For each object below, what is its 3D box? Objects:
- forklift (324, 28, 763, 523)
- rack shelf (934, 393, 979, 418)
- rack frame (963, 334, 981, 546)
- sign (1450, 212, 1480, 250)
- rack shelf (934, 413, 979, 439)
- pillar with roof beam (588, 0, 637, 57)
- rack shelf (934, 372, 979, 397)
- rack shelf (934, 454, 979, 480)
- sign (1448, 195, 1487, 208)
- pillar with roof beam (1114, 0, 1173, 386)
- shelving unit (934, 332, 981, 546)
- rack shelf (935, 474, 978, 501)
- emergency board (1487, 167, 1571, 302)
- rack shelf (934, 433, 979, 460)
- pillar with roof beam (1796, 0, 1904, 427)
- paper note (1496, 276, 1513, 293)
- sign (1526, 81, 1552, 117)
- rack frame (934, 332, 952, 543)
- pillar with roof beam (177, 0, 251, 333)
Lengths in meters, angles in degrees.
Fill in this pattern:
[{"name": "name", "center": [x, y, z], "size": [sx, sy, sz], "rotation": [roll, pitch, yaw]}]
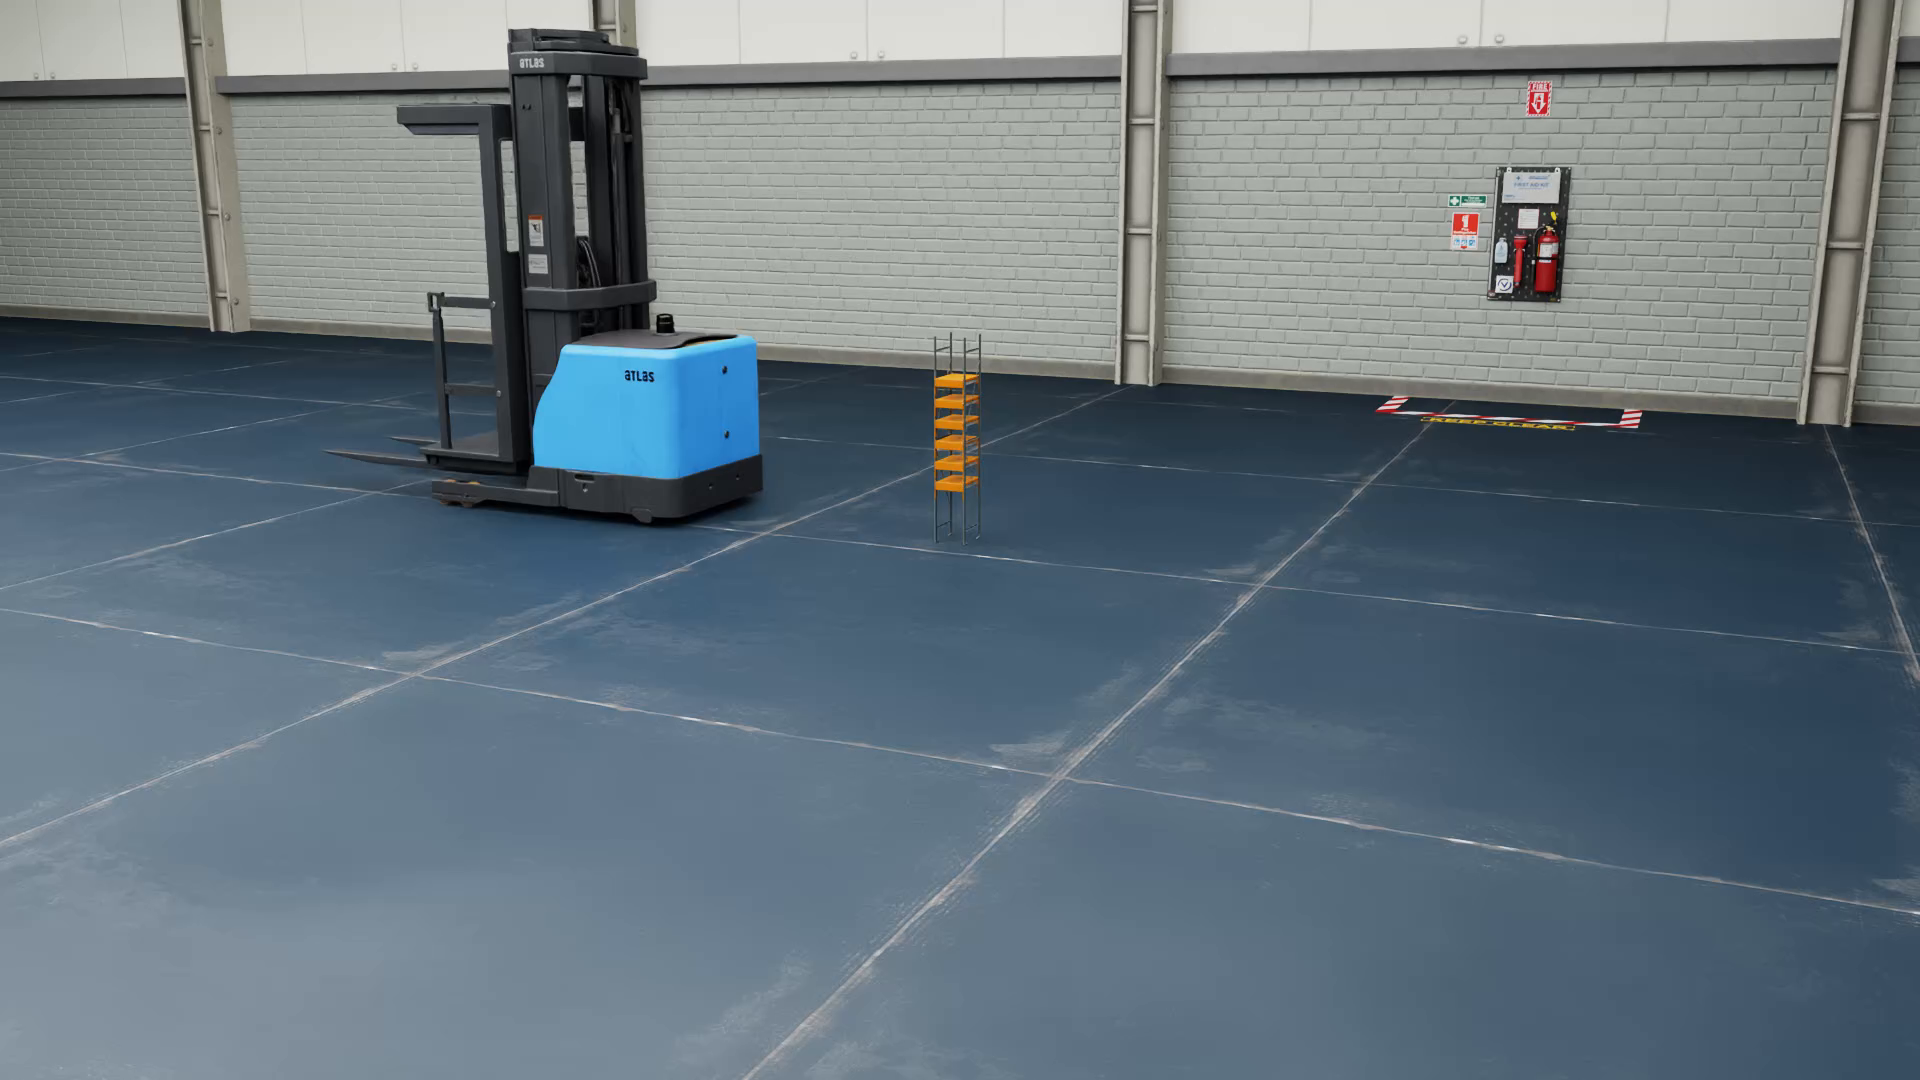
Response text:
[{"name": "forklift", "center": [-2.840, -1.737, 10.741], "size": [3.031, 2.935, 1.130], "rotation": [6, 15, 25]}, {"name": "rack shelf", "center": [-0.013, -0.776, 9.579], "size": [0.180, 0.103, 0.258], "rotation": [6, 14, 23]}, {"name": "rack frame", "center": [0.070, -0.577, 9.587], "size": [0.006, 1.200, 0.240], "rotation": [6, 14, 23]}, {"name": "sign", "center": [4.531, -2.771, 14.919], "size": [0.234, 0.329, 0.001], "rotation": [6, 14, 23]}, {"name": "rack shelf", "center": [-0.013, -0.659, 9.606], "size": [0.180, 0.103, 0.258], "rotation": [6, 14, 23]}, {"name": "pillar with roof beam", "center": [-5.477, -5.576, 13.819], "size": [0.400, 9.000, 9.100], "rotation": [6, 14, 23]}, {"name": "rack shelf", "center": [-0.013, -0.893, 9.551], "size": [0.180, 0.103, 0.258], "rotation": [6, 14, 23]}, {"name": "rack shelf", "center": [-0.013, -0.425, 9.661], "size": [0.180, 0.103, 0.258], "rotation": [6, 14, 23]}, {"name": "sign", "center": [4.531, -3.026, 14.848], "size": [0.331, 0.109, 0.001], "rotation": [6, 14, 23]}, {"name": "pillar with roof beam", "center": [0.009, -5.021, 11.453], "size": [0.400, 9.000, 9.100], "rotation": [6, 14, 23]}, {"name": "shelving unit", "center": [-0.013, -0.585, 9.623], "size": [0.189, 1.200, 0.258], "rotation": [6, 14, 23]}, {"name": "rack shelf", "center": [-0.013, -0.309, 9.688], "size": [0.180, 0.103, 0.258], "rotation": [6, 14, 23]}, {"name": "emergency board", "center": [4.994, -2.681, 14.613], "size": [0.643, 1.169, 0.194], "rotation": [6, 14, 23]}, {"name": "rack shelf", "center": [-0.013, -0.542, 9.634], "size": [0.180, 0.103, 0.258], "rotation": [6, 14, 23]}, {"name": "pillar with roof beam", "center": [5.495, -4.466, 9.087], "size": [0.400, 9.000, 9.100], "rotation": [6, 14, 23]}, {"name": "paper note", "center": [4.861, -2.283, 14.845], "size": [0.142, 0.148, 0.016], "rotation": [6, 14, 23]}, {"name": "sign", "center": [5.027, -3.831, 14.440], "size": [0.199, 0.298, 0.001], "rotation": [6, 14, 23]}, {"name": "rack frame", "center": [-0.097, -0.594, 9.660], "size": [0.006, 1.200, 0.240], "rotation": [6, 14, 23]}, {"name": "pillar with roof beam", "center": [-10.963, -6.131, 16.185], "size": [0.400, 9.000, 9.100], "rotation": [6, 14, 23]}]
